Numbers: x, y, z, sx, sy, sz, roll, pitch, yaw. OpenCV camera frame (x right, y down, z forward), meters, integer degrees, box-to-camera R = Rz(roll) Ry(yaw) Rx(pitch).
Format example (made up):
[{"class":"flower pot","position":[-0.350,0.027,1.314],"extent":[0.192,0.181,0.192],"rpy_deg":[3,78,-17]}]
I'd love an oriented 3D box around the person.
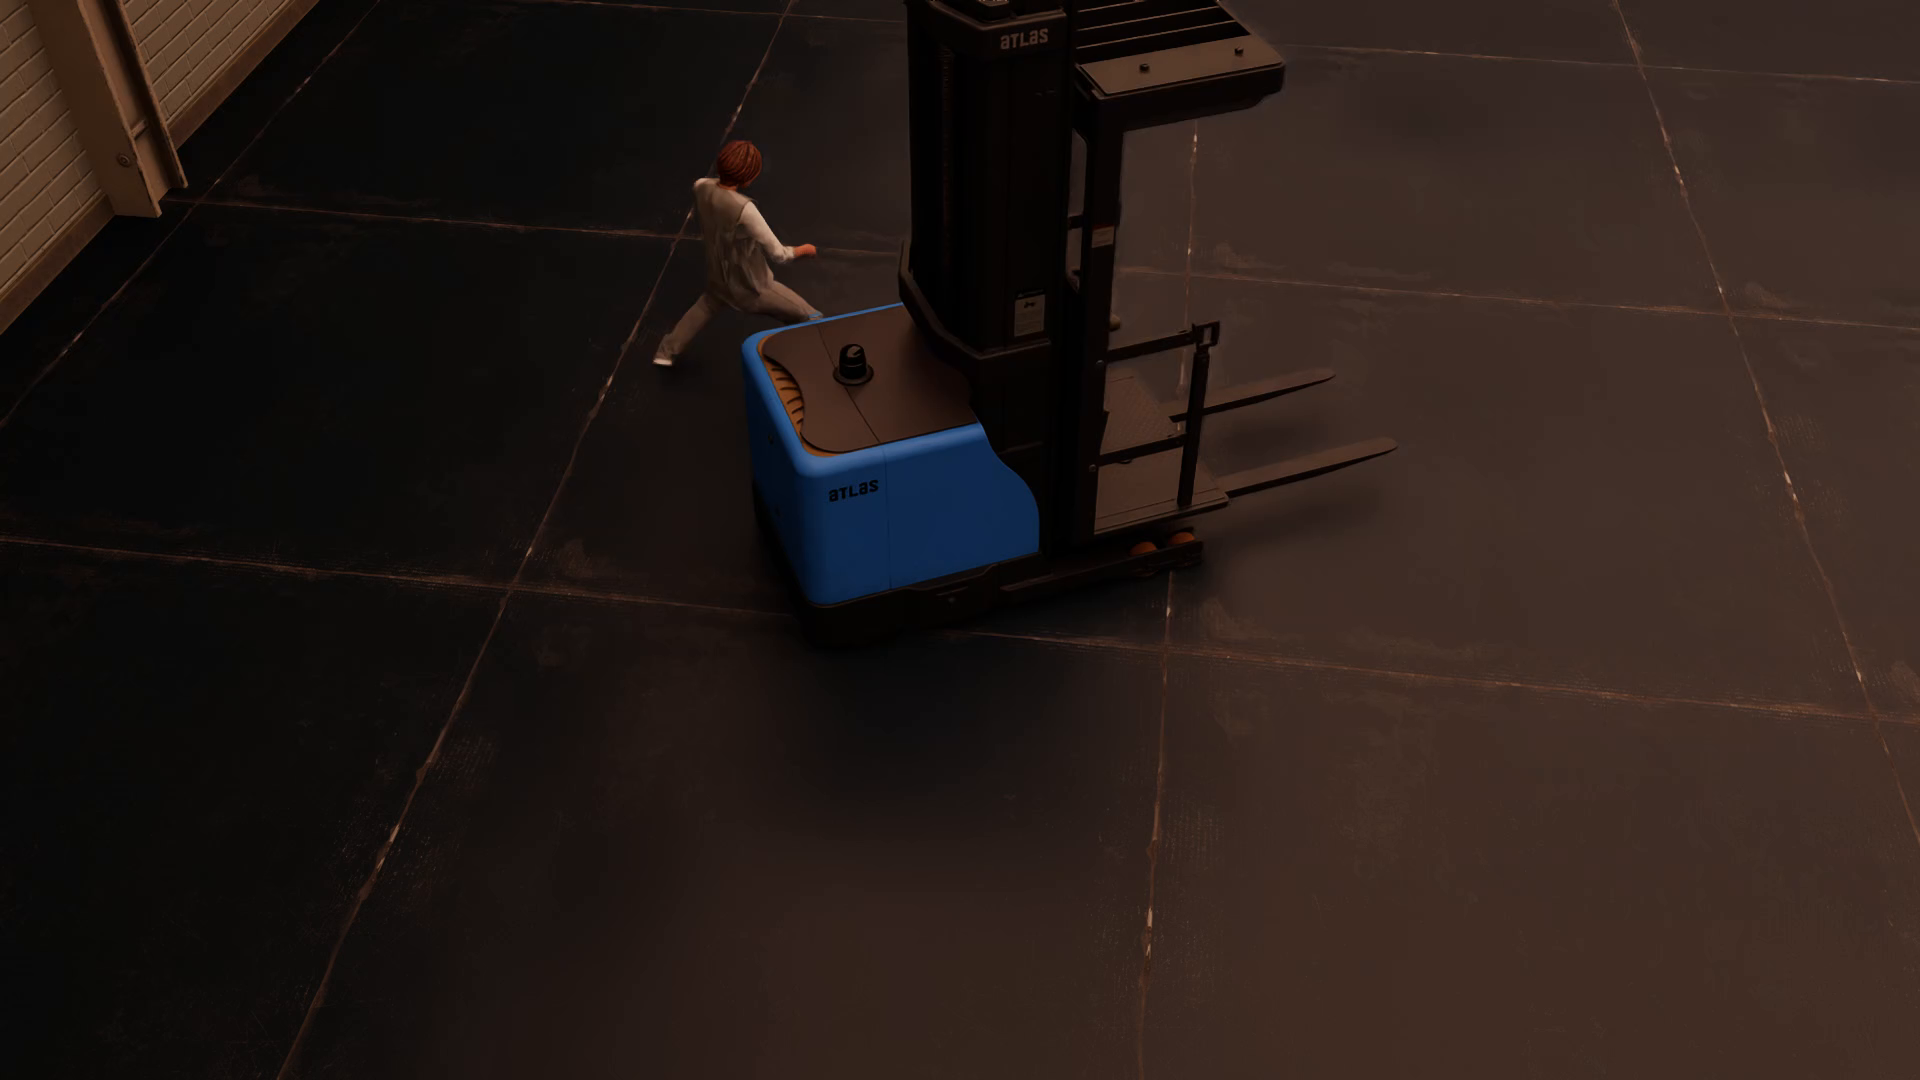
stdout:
[{"class":"person","position":[-1.029,-1.390,8.388],"extent":[0.867,1.410,1.073],"rpy_deg":[-34,52,-31]}]

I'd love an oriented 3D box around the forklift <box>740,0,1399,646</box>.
[{"class":"forklift","position":[0.596,-1.229,7.062],"extent":[3.031,2.935,1.130],"rpy_deg":[-14,44,-15]}]
